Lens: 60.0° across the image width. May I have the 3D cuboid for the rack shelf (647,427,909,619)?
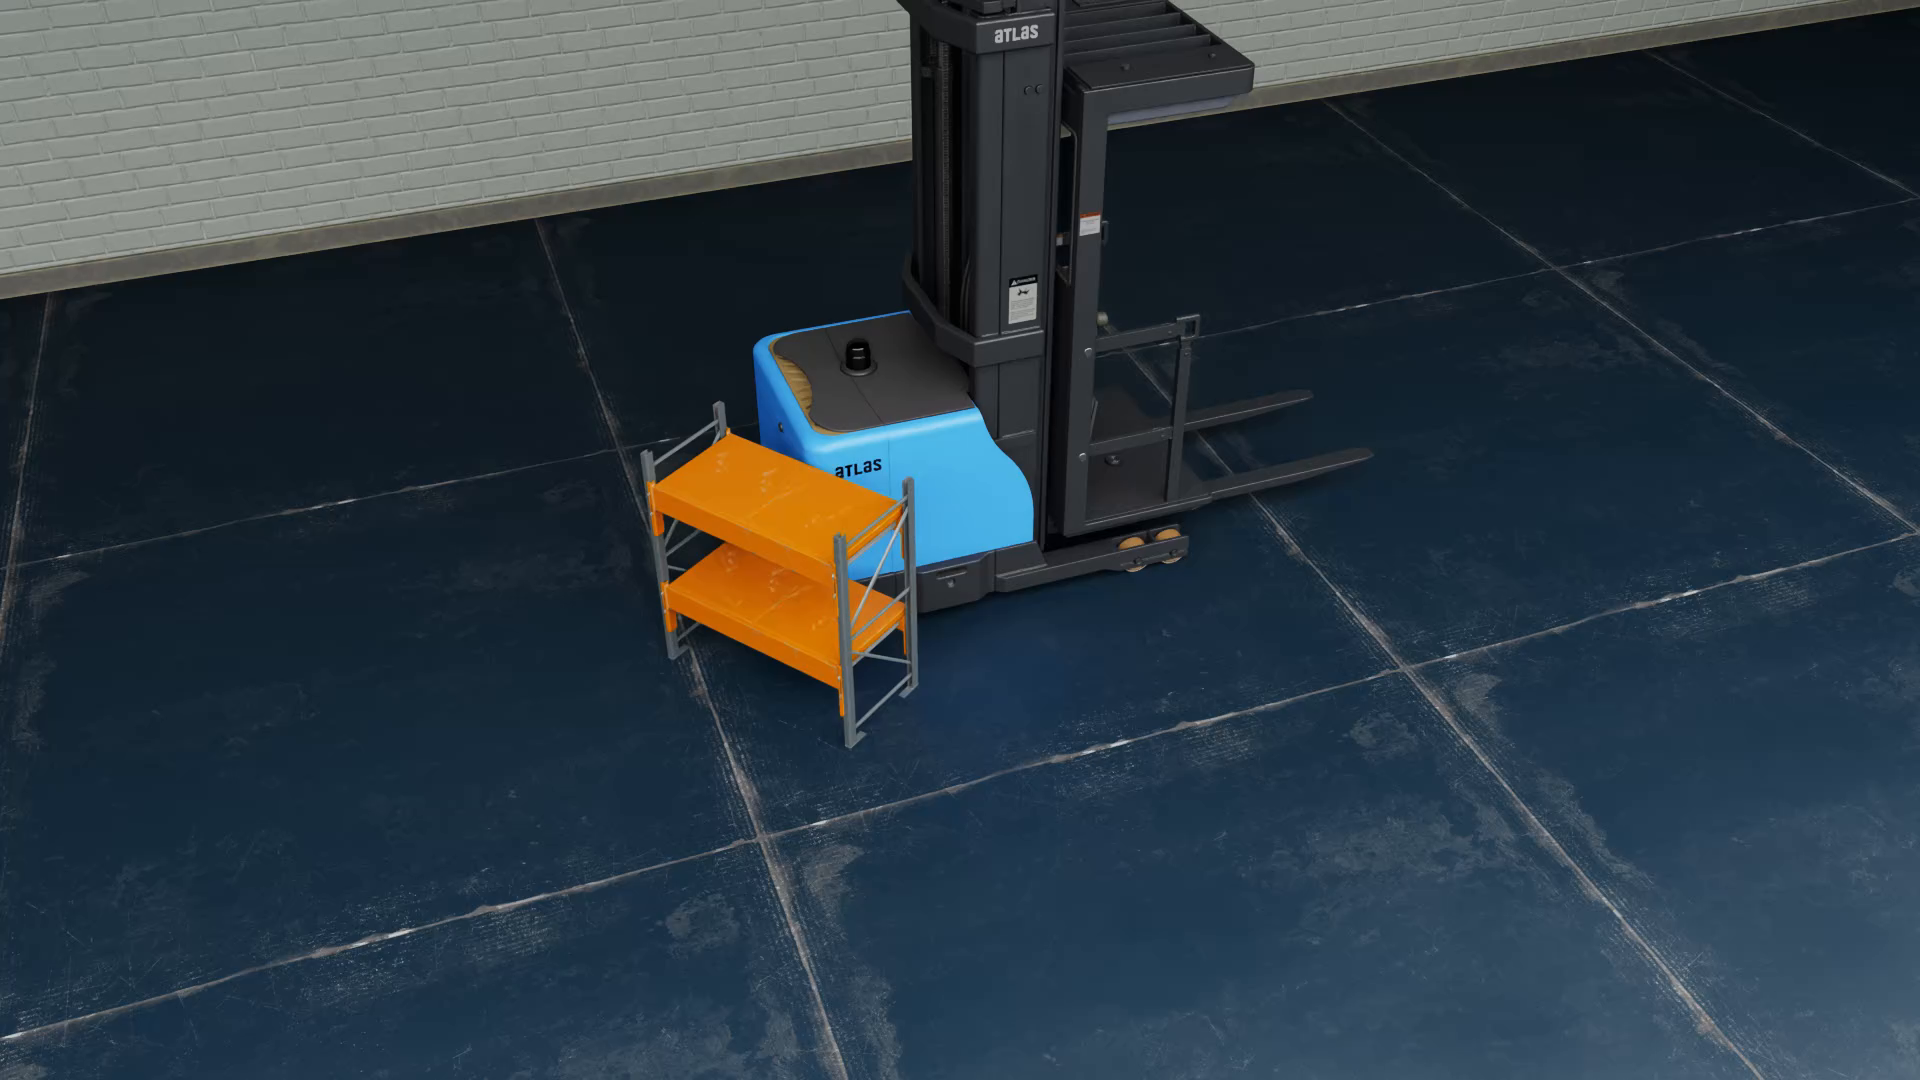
[{"bbox_3d":[-0.759,-0.090,7.008,1.000,0.278,0.538,22,42,27],"label":"rack shelf"}]

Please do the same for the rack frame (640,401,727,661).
[{"bbox_3d":[-1.178,-0.029,7.414,0.032,1.125,0.500,22,42,27],"label":"rack frame"}]

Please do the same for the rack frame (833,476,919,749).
[{"bbox_3d":[-0.340,0.317,6.955,0.032,1.125,0.500,22,42,27],"label":"rack frame"}]

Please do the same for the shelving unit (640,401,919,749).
[{"bbox_3d":[-0.759,0.144,7.184,1.048,1.125,0.538,22,42,27],"label":"shelving unit"}]

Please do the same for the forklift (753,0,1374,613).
[{"bbox_3d":[0.589,-1.302,7.602,3.031,2.935,1.130,-13,39,-16],"label":"forklift"}]

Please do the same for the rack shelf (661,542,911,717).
[{"bbox_3d":[-0.759,0.339,7.331,1.000,0.278,0.538,22,42,27],"label":"rack shelf"}]
